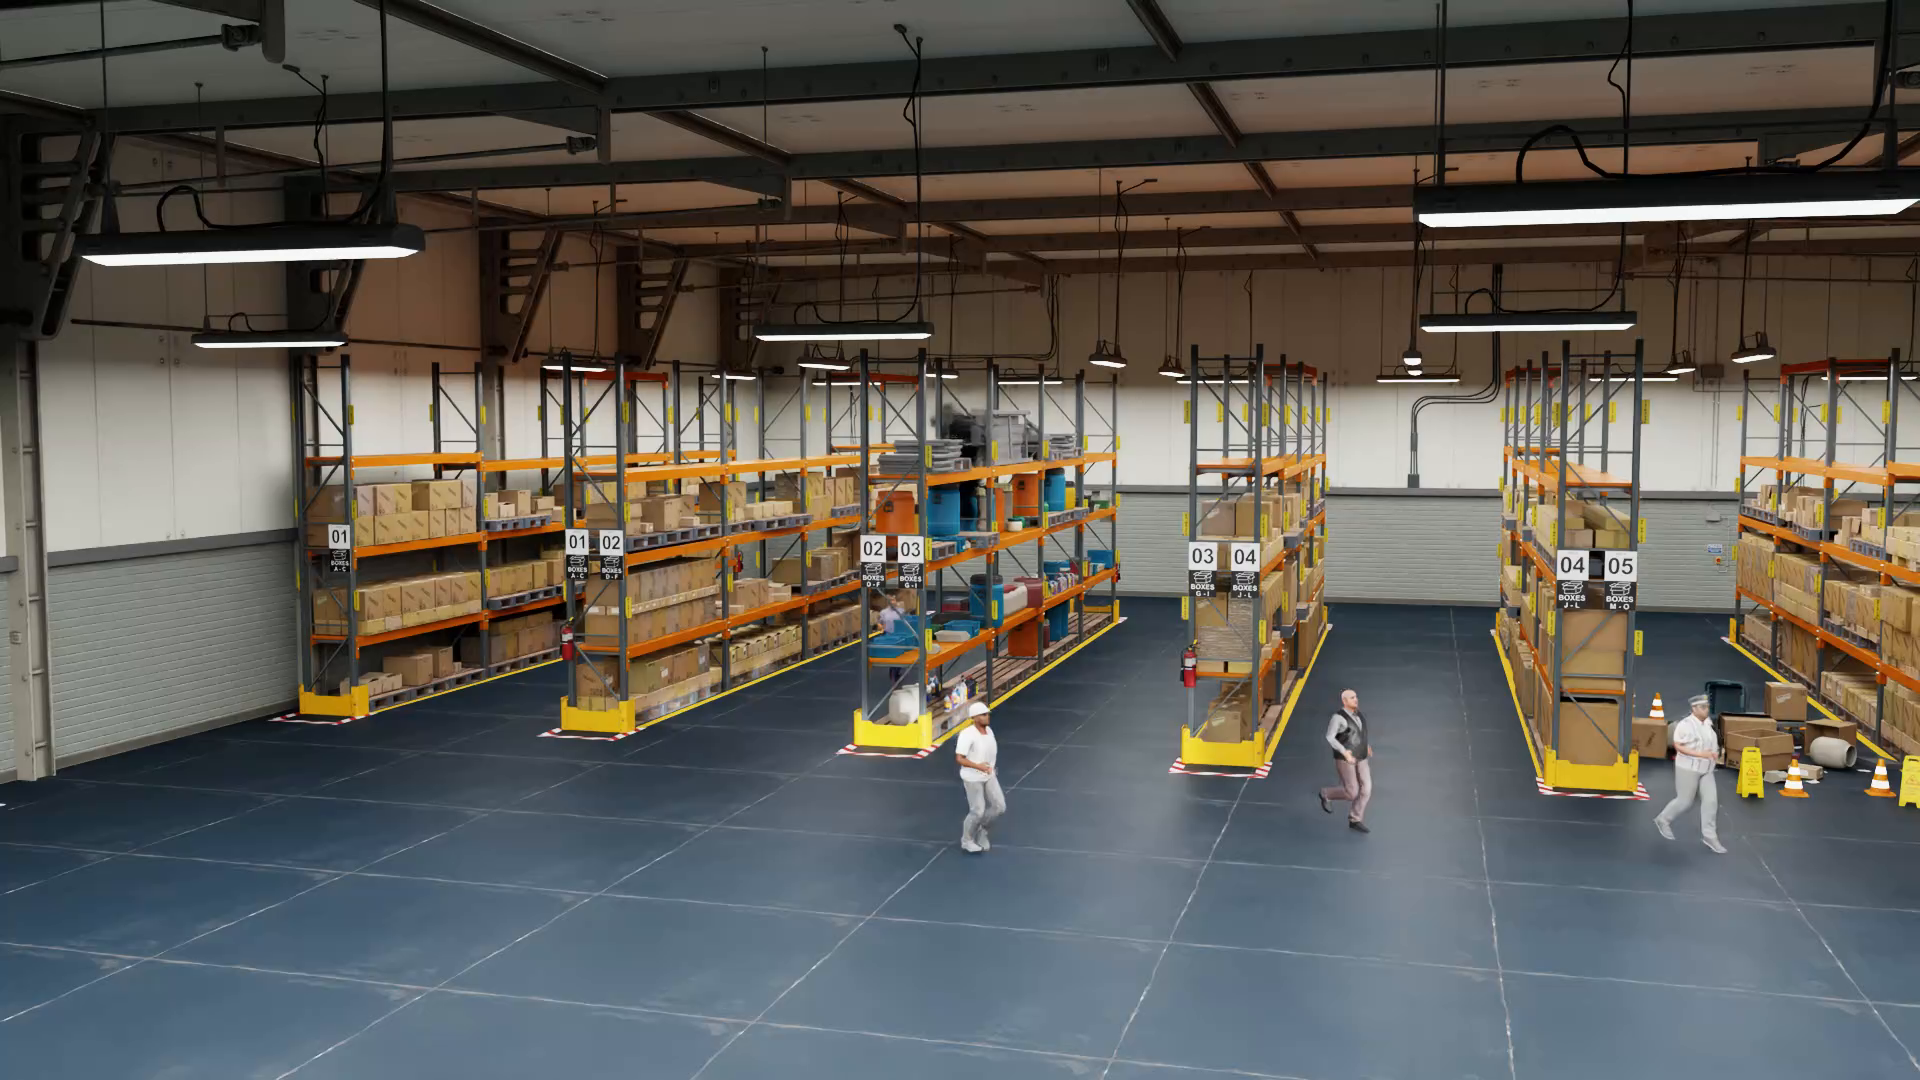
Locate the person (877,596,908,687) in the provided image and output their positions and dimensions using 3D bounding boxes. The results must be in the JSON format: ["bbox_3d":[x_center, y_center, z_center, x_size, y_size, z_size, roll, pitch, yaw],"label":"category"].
[{"bbox_3d":[-1.246,1.861,30.888,0.606,1.627,0.925,0,4,5],"label":"person"}]

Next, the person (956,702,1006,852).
[{"bbox_3d":[0.247,2.710,18.912,0.622,1.737,0.696,4,6,42],"label":"person"}]

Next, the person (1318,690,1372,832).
[{"bbox_3d":[4.711,2.661,20.201,0.668,1.696,0.712,-3,5,-36],"label":"person"}]

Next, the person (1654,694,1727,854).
[{"bbox_3d":[8.524,2.670,19.316,0.683,1.817,0.870,-2,5,-26],"label":"person"}]
